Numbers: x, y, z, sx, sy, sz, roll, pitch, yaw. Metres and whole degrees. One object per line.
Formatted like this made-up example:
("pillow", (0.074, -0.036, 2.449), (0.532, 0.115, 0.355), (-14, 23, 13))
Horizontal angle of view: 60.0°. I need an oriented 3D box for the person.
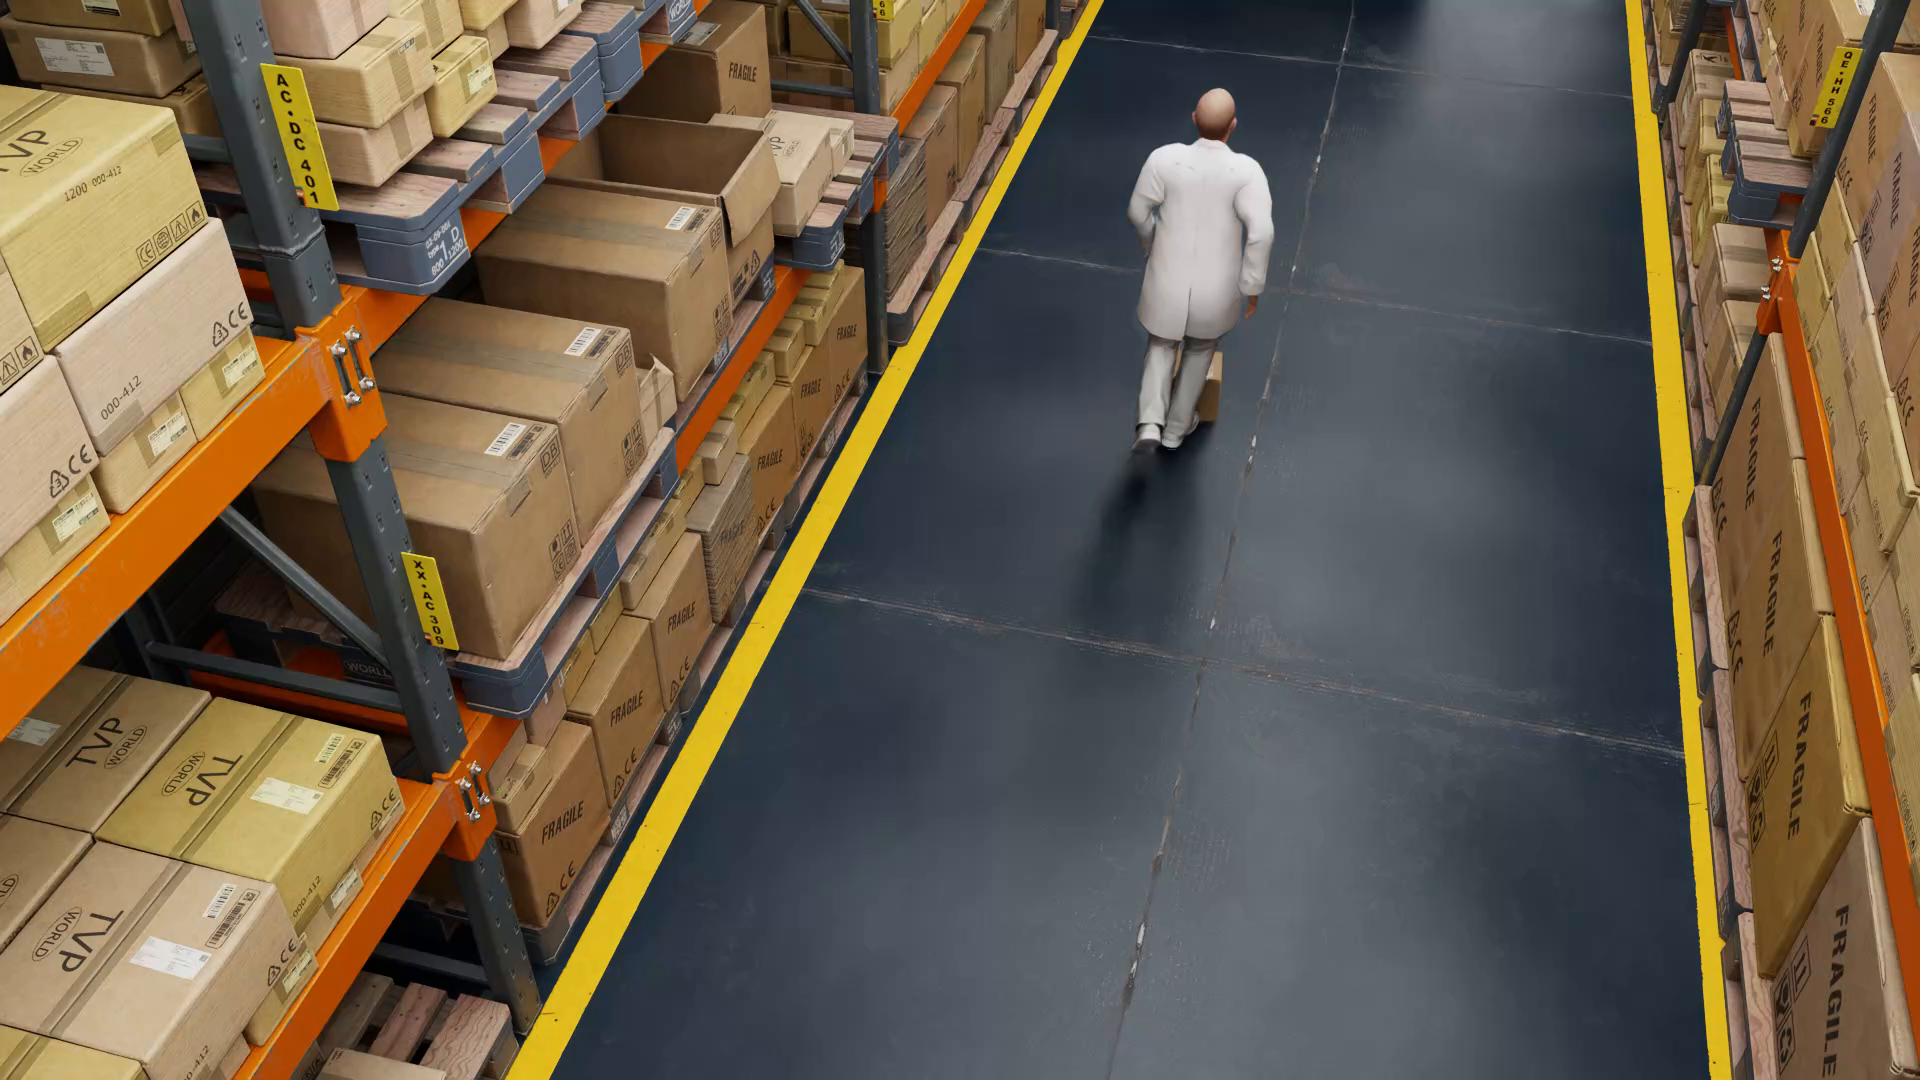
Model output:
("person", (1.040, -1.110, 7.490), (0.666, 1.746, 0.772), (9, 41, 10))
